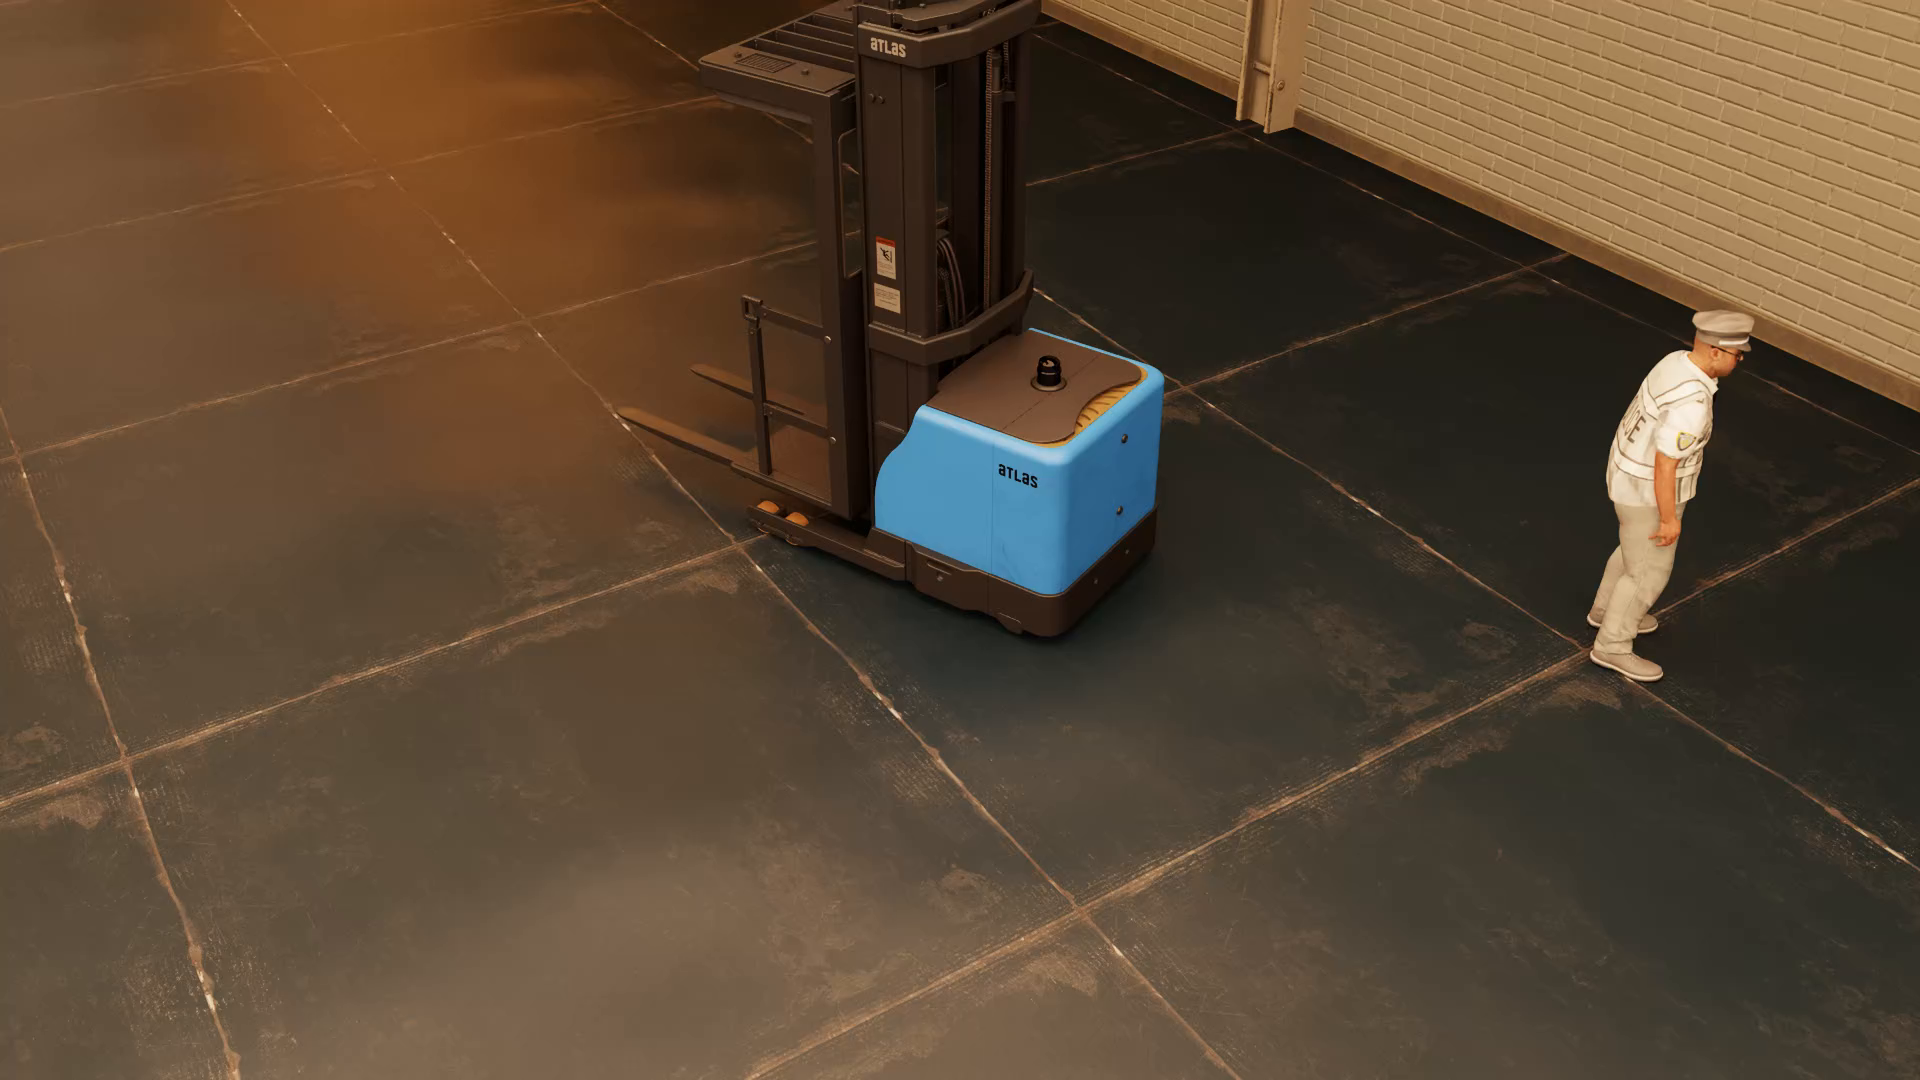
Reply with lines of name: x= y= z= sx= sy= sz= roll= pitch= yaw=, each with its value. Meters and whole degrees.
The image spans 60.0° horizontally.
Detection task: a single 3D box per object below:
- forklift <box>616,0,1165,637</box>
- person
forklift: x=-0.500 y=-1.399 z=8.138 sx=3.031 sy=2.935 sz=1.130 roll=22 pitch=41 yaw=28
person: x=3.139 y=-0.232 z=7.505 sx=0.433 sy=1.748 sz=0.586 roll=10 pitch=36 yaw=13
